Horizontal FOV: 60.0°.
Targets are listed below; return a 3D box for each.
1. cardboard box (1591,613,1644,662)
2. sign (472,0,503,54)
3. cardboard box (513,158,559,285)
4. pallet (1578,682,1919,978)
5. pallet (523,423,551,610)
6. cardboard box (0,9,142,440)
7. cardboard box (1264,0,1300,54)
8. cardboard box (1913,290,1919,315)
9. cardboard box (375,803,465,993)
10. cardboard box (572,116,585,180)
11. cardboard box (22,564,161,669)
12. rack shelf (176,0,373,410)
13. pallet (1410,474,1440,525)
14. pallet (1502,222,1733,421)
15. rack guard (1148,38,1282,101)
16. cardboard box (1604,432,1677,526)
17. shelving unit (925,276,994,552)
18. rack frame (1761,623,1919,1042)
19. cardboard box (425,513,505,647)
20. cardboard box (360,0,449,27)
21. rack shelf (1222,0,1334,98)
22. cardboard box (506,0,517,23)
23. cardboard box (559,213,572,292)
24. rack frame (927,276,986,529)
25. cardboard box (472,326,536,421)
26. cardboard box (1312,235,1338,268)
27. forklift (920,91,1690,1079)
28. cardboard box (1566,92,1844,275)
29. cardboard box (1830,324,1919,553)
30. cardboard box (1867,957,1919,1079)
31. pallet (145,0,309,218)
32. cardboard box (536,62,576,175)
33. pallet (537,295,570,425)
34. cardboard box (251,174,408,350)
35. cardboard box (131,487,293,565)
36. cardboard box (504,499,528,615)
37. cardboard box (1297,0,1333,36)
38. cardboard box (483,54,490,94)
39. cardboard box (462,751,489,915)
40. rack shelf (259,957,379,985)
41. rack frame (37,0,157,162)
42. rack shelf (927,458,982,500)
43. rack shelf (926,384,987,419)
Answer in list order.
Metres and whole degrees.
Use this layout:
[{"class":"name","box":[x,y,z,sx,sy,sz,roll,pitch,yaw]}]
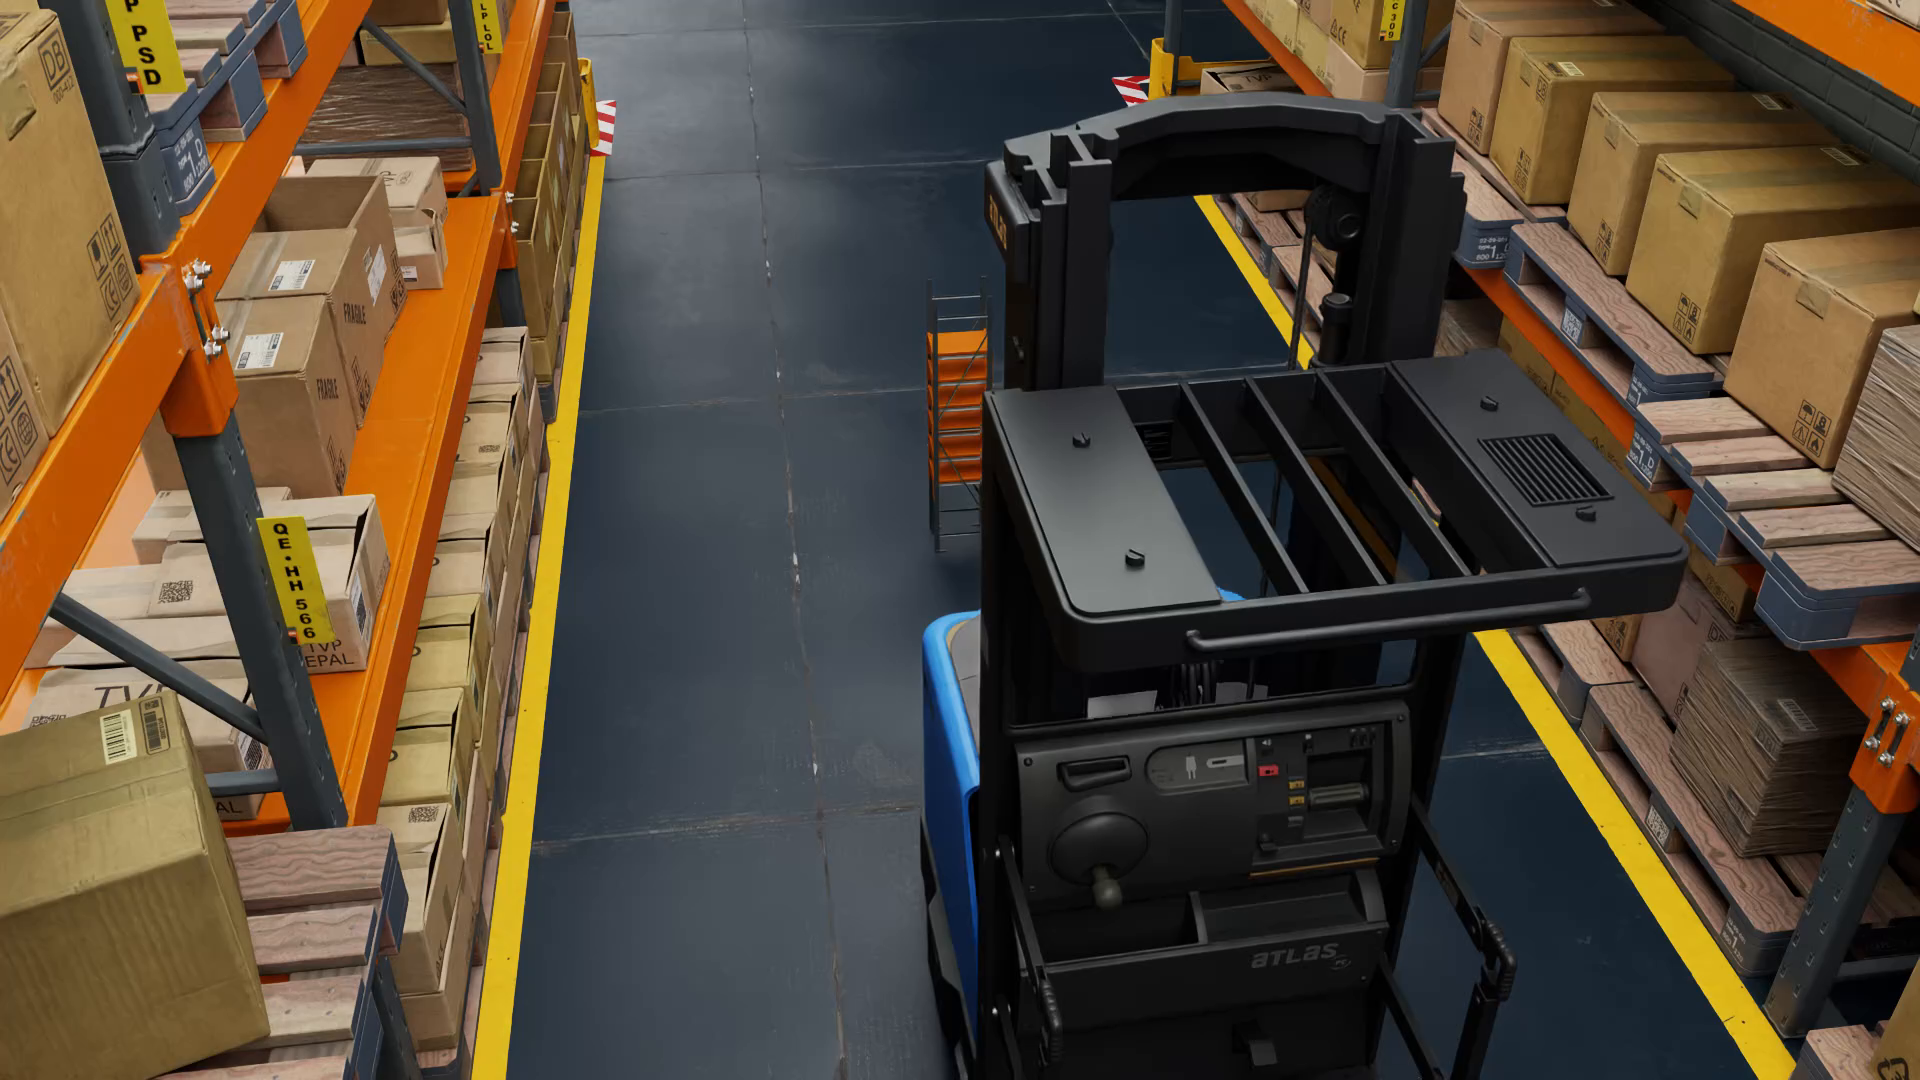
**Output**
[{"class":"cardboard box","box":[2.777,0.085,6.291,0.700,0.500,0.500,-5,35,-7]},{"class":"sign","box":[-1.936,-2.144,6.775,0.100,0.325,0.005,-4,35,-6]},{"class":"cardboard box","box":[-2.299,-1.560,8.278,0.500,0.500,0.500,-4,35,-6]},{"class":"pallet","box":[2.870,0.919,5.714,1.003,0.211,1.213,-4,35,-6]},{"class":"pallet","box":[-2.334,-0.091,7.196,1.003,0.211,1.213,-4,35,-6]},{"class":"cardboard box","box":[-1.842,-0.460,2.508,0.910,0.500,0.500,-4,35,-6]},{"class":"cardboard box","box":[1.930,-2.775,8.773,0.500,0.250,0.500,-5,35,-7]},{"class":"cardboard box","box":[2.840,-0.657,4.495,0.380,0.149,0.250,-10,36,-14]},{"class":"cardboard box","box":[-1.714,0.997,4.694,0.500,0.311,0.500,-3,34,-5]},{"class":"cardboard box","box":[-2.566,-2.366,10.127,0.500,0.250,0.500,-4,35,-6]},{"class":"cardboard box","box":[-2.329,0.203,4.511,0.380,0.149,0.250,-4,35,-6]},{"class":"rack shelf","box":[-2.203,-1.478,4.730,1.077,0.370,4.000,-4,35,-6]},{"class":"pallet","box":[2.542,-0.442,7.712,1.003,0.211,1.213,-4,35,-6]},{"class":"pallet","box":[2.667,-0.819,5.959,1.003,0.211,1.213,-4,35,-6]},{"class":"rack guard","box":[1.908,-3.186,11.481,1.175,0.500,0.348,-4,35,-6]},{"class":"cardboard box","box":[2.737,-0.263,6.135,0.500,0.250,0.500,-5,35,-7]},{"class":"shelving unit","box":[-0.002,-0.504,6.924,0.258,1.200,0.189,-4,35,-6]},{"class":"rack frame","box":[2.974,0.203,4.288,1.000,3.000,0.127,-4,35,-6]},{"class":"cardboard box","box":[-1.929,0.133,5.962,0.500,0.311,0.500,-5,35,-7]},{"class":"cardboard box","box":[-2.538,-2.476,6.979,0.700,0.500,0.500,-4,34,-6]},{"class":"rack shelf","box":[2.167,-2.848,9.404,1.077,0.370,4.000,-4,35,-6]},{"class":"cardboard box","box":[-2.823,-3.093,9.037,0.700,0.500,0.500,-4,34,-6]},{"class":"cardboard box","box":[-2.358,-1.530,8.900,0.500,0.250,0.500,-4,35,-6]},{"class":"rack frame","box":[-0.014,-0.555,6.999,0.240,1.200,0.006,-4,35,-6]},{"class":"cardboard box","box":[-2.134,-0.716,7.208,0.500,0.311,0.500,-4,35,-6]},{"class":"cardboard box","box":[2.257,-1.754,8.989,0.500,0.500,0.500,-7,35,-10]},{"class":"forklift","box":[0.630,0.674,3.659,1.130,2.935,3.031,-6,35,-8]},{"class":"cardboard box","box":[2.658,-1.288,5.997,0.700,0.500,0.500,0,34,0]},{"class":"cardboard box","box":[2.901,-0.281,4.520,0.700,0.500,0.500,-8,35,-12]},{"class":"cardboard box","box":[2.943,1.338,4.159,0.750,0.750,0.750,-5,35,-7]},{"class":"pallet","box":[-2.114,-0.953,3.489,1.213,0.211,1.003,-3,34,-4]},{"class":"cardboard box","box":[-2.494,-2.397,9.507,0.500,0.500,0.500,-4,35,-6]},{"class":"pallet","box":[-2.538,-0.946,8.451,1.003,0.211,1.213,-4,35,-6]},{"class":"cardboard box","box":[-2.314,-0.969,5.920,0.500,0.500,0.500,-2,34,-3]},{"class":"cardboard box","box":[-2.161,-0.023,4.843,0.380,0.149,0.250,-2,34,-3]},{"class":"cardboard box","box":[-1.994,0.088,6.526,0.500,0.250,0.500,-4,34,-5]},{"class":"cardboard box","box":[1.993,-2.804,8.150,0.500,0.500,0.500,-5,35,-7]},{"class":"cardboard box","box":[-2.615,-2.234,7.776,0.700,0.500,0.500,-5,35,-7]},{"class":"cardboard box","box":[-1.782,0.948,5.264,0.500,0.250,0.500,-5,35,-8]},{"class":"rack shelf","box":[-1.665,1.994,2.300,1.077,0.370,4.000,-4,35,-6]},{"class":"rack frame","box":[-1.934,-1.899,2.045,1.000,3.000,0.127,-4,35,-6]},{"class":"rack shelf","box":[-0.002,-0.269,7.084,0.258,0.103,0.180,-4,35,-6]},{"class":"rack shelf","box":[-0.002,-0.566,6.881,0.258,0.103,0.180,-4,35,-6]}]
